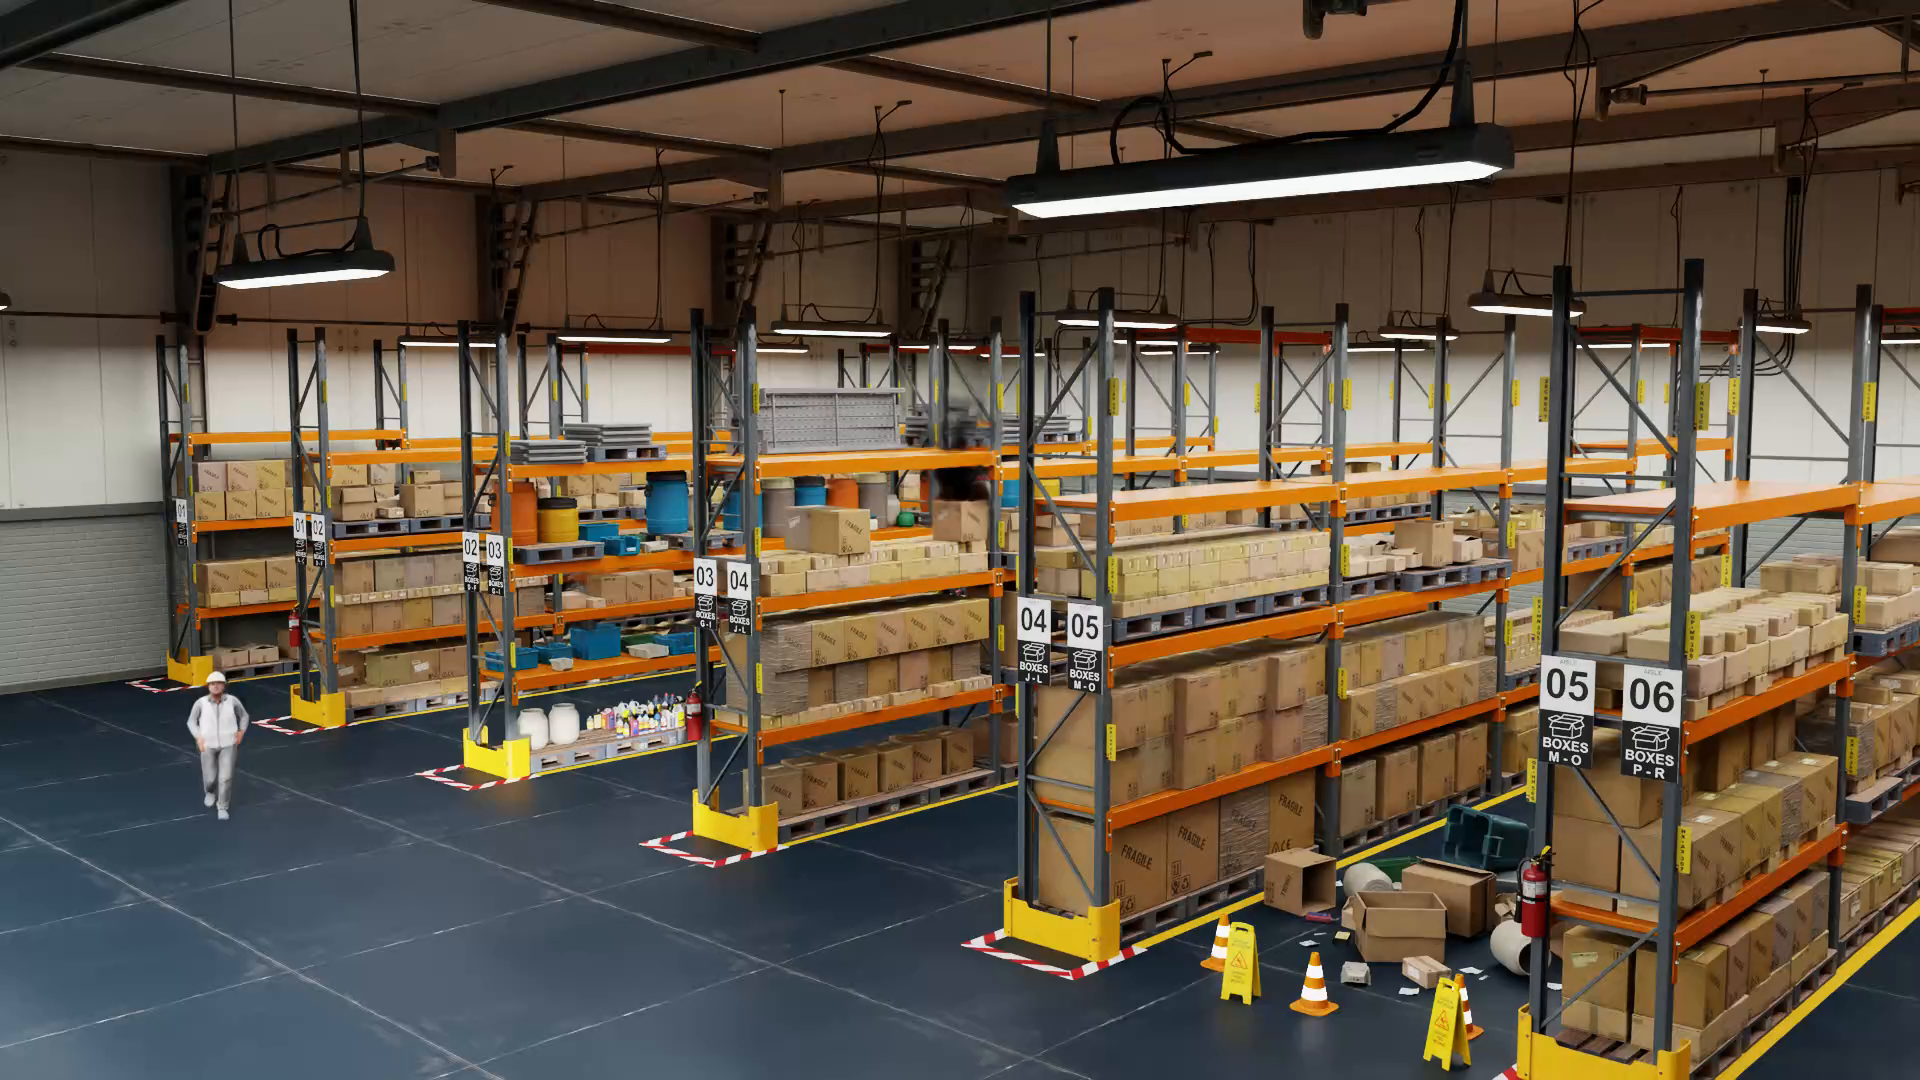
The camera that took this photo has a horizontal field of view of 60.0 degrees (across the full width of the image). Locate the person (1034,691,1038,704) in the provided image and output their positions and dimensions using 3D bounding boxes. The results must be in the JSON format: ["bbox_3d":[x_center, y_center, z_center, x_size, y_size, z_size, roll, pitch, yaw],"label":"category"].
[{"bbox_3d":[1.117,1.926,25.116,0.697,1.761,0.917,5,7,40],"label":"person"}]

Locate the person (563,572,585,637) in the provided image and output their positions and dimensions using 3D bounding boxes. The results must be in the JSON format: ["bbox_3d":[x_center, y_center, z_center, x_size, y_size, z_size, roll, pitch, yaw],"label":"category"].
[{"bbox_3d":[-7.192,1.417,30.931,0.667,1.676,0.915,5,7,42],"label":"person"}]

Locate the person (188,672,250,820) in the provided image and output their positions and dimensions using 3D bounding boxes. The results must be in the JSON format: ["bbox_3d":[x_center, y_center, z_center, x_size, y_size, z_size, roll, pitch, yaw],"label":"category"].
[{"bbox_3d":[-8.862,2.438,19.913,0.683,1.753,0.614,-3,6,-25],"label":"person"}]
